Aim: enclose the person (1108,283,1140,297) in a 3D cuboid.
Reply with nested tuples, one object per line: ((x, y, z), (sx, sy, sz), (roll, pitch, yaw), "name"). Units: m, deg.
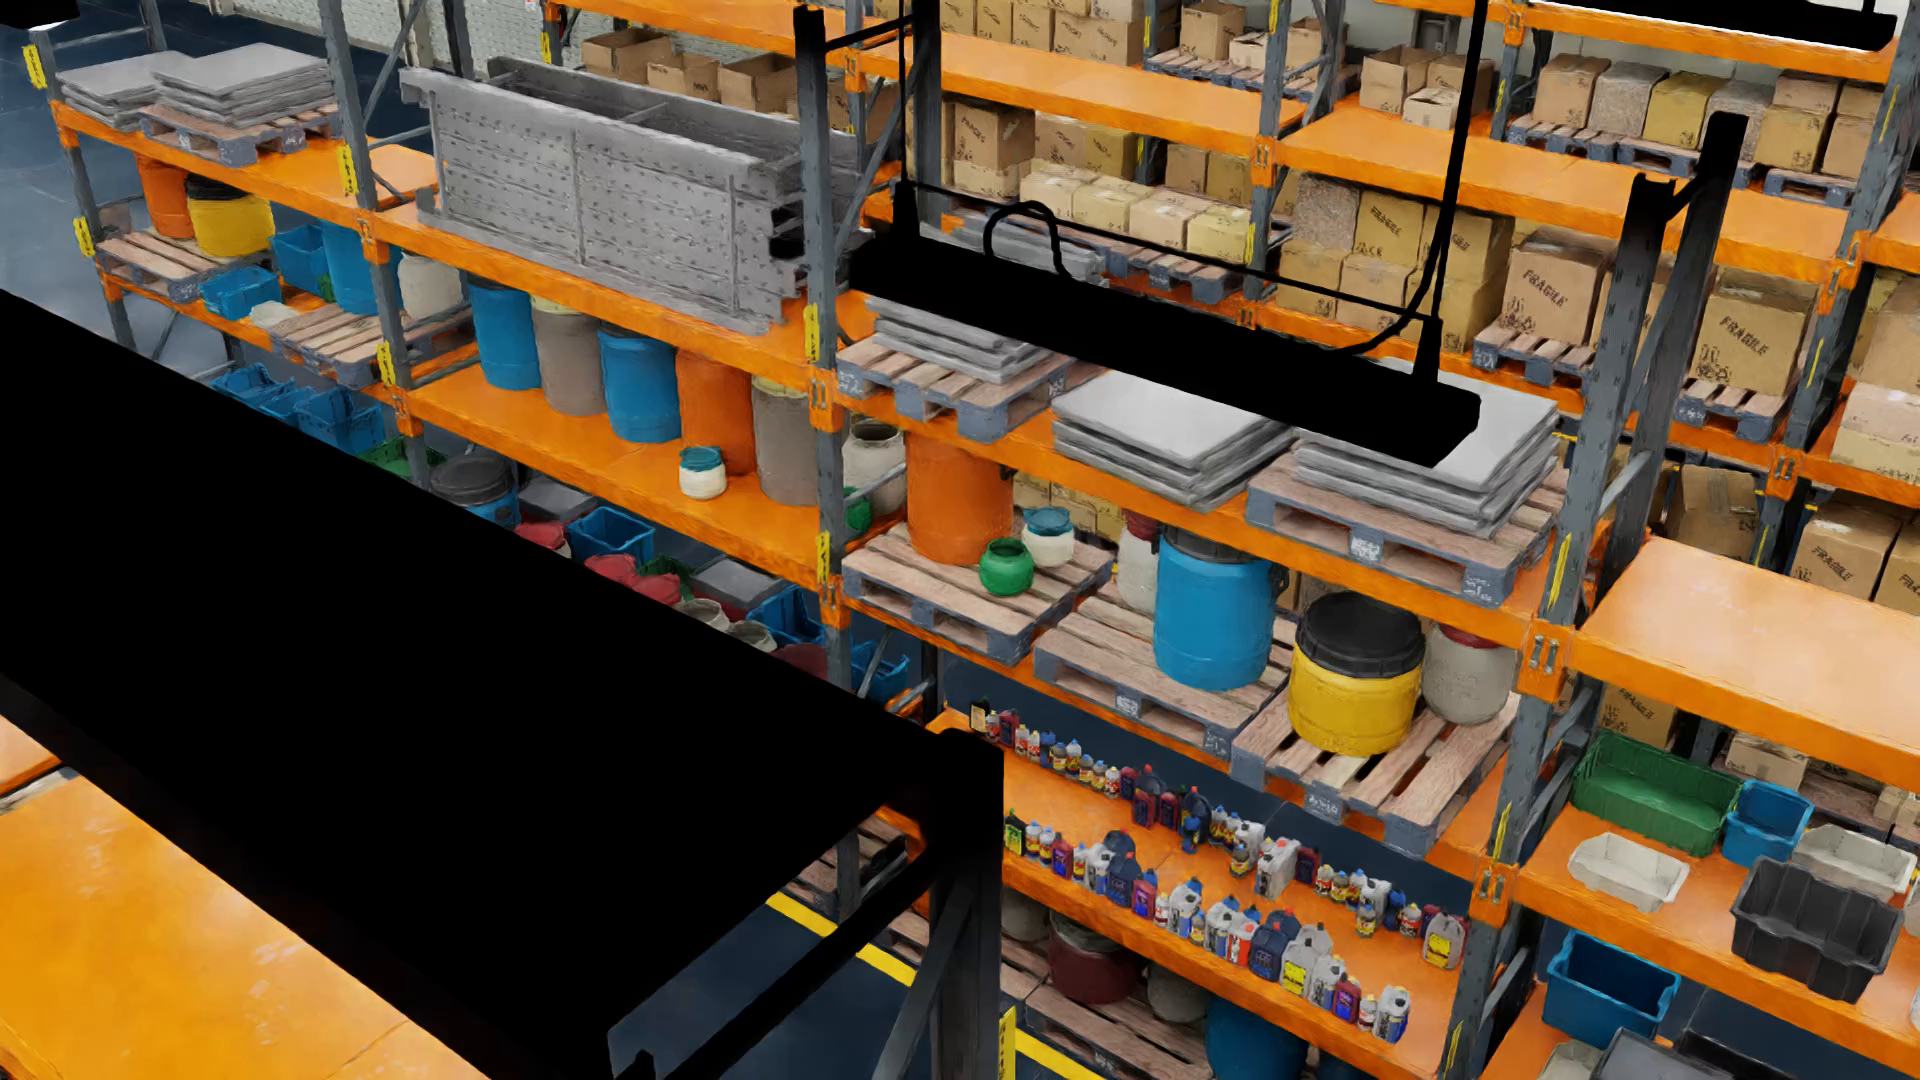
((1.741, -2.473, 17.675), (0.546, 1.733, 0.729), (21, 37, 31), "person")
